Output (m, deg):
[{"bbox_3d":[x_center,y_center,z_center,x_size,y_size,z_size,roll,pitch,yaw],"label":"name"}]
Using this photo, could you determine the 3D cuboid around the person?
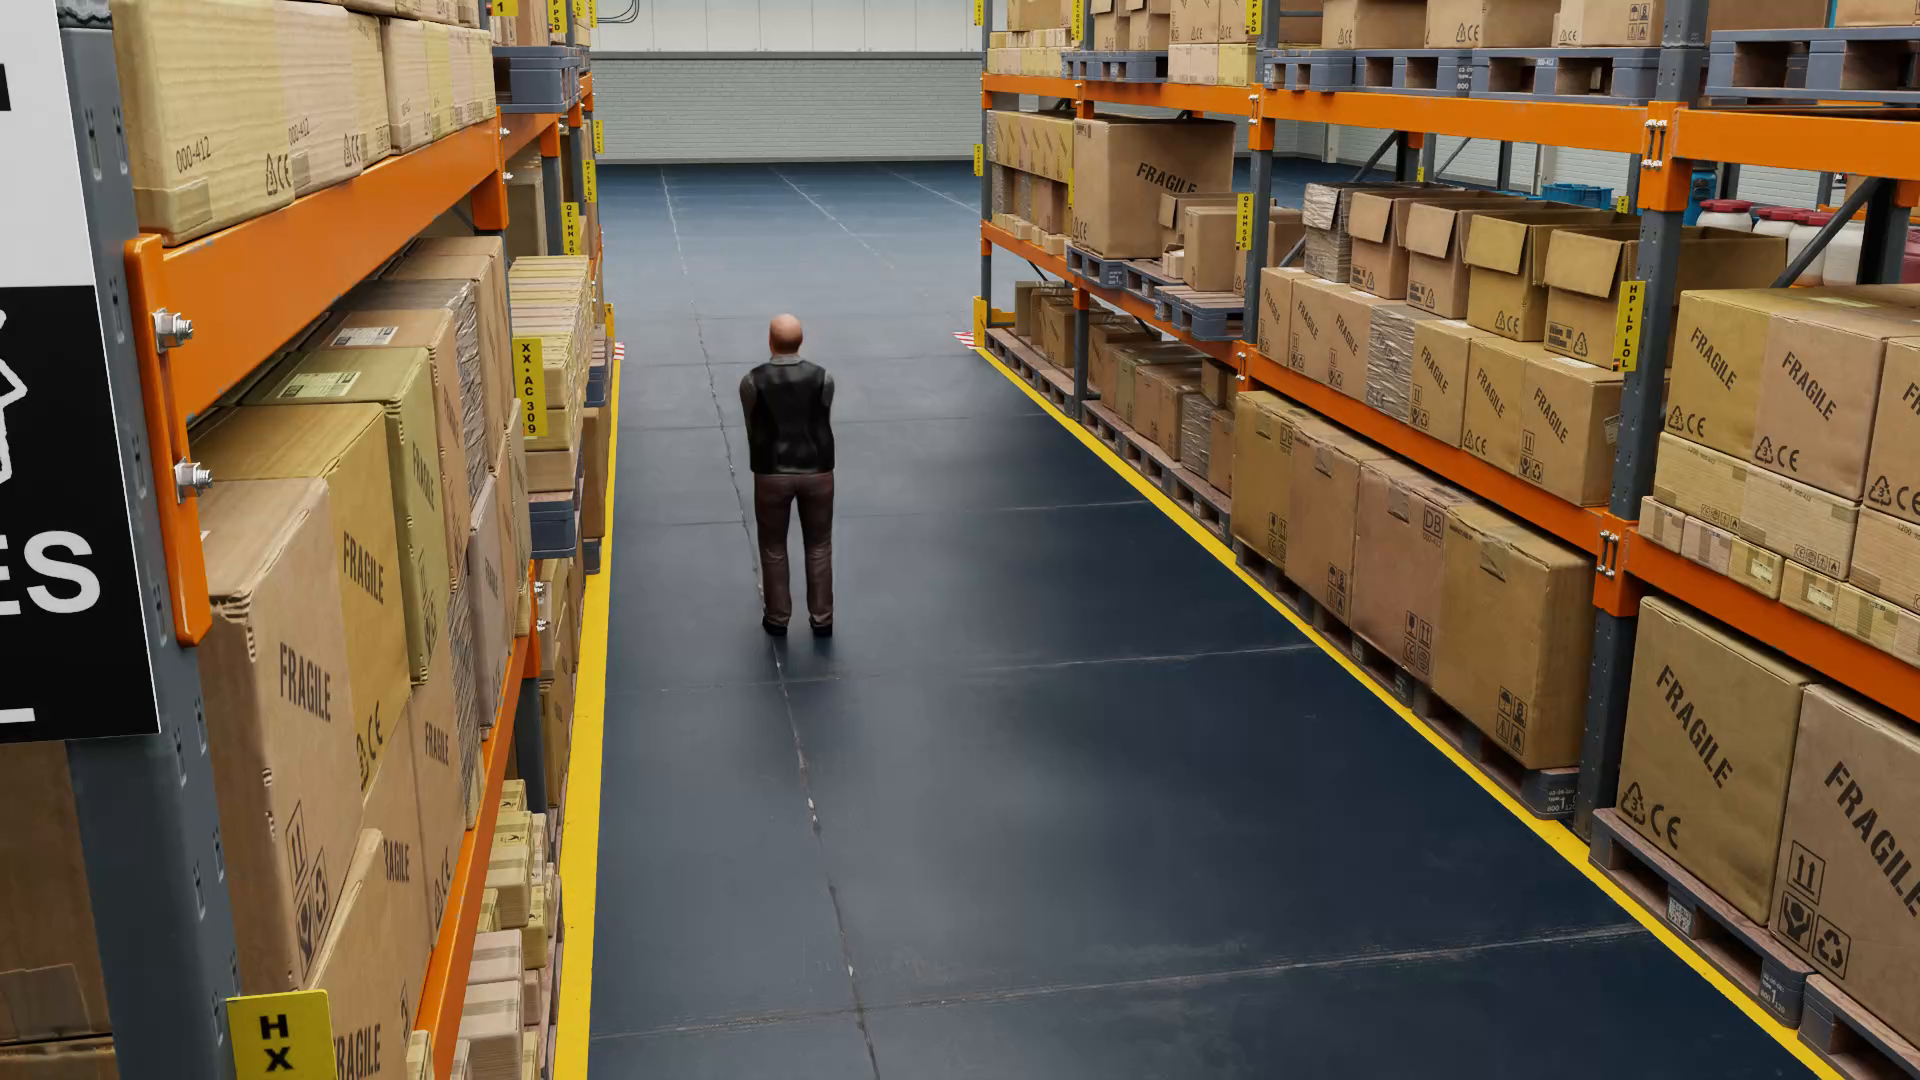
[{"bbox_3d":[-0.909,-0.313,8.813,0.495,1.637,0.560,-3,17,-11],"label":"person"}]
